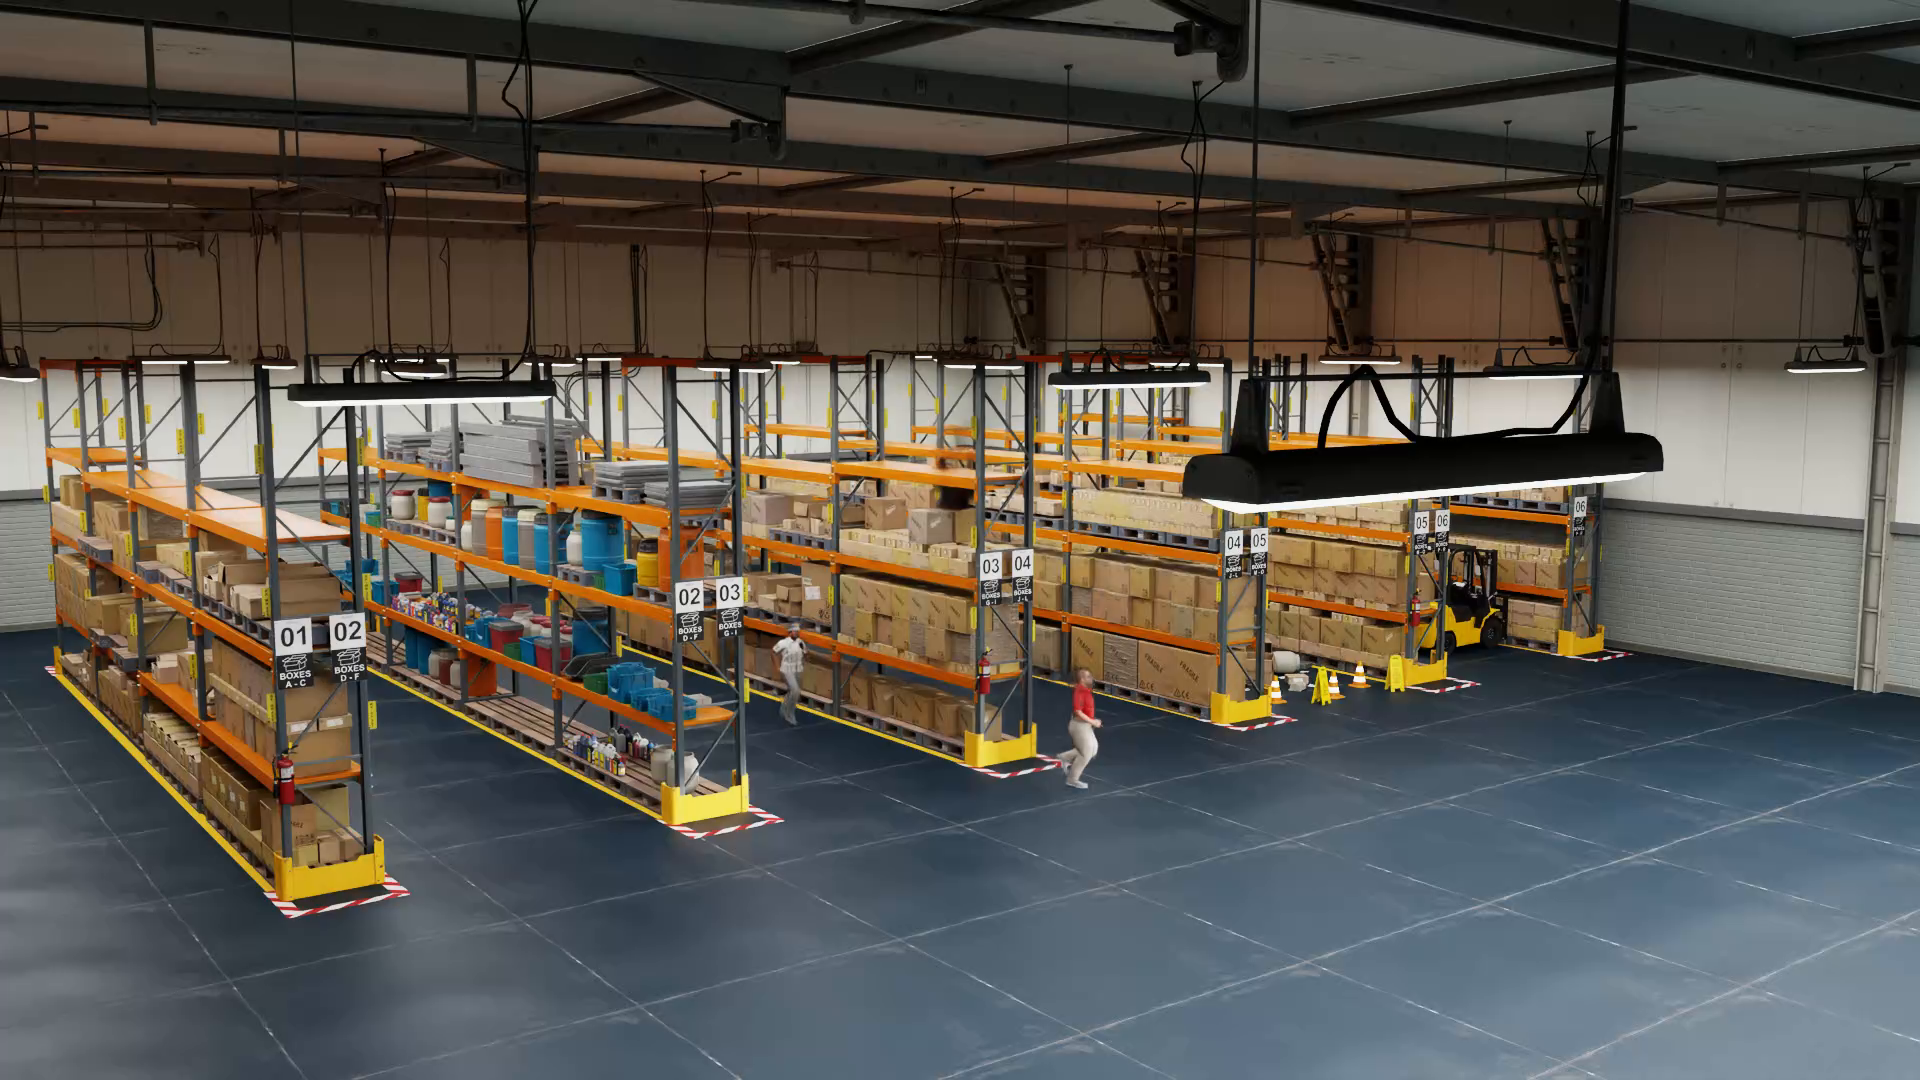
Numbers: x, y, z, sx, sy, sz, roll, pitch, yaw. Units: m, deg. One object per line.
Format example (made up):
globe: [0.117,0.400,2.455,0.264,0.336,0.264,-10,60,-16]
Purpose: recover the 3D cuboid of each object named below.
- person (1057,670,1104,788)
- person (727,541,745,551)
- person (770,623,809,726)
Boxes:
person: [1.727,2.671,23.675,0.648,1.693,0.688,1,7,9]
person: [-5.589,0.494,41.485,0.732,1.750,0.787,5,9,37]
person: [-2.771,2.213,27.456,0.529,1.721,0.801,-7,10,-44]
